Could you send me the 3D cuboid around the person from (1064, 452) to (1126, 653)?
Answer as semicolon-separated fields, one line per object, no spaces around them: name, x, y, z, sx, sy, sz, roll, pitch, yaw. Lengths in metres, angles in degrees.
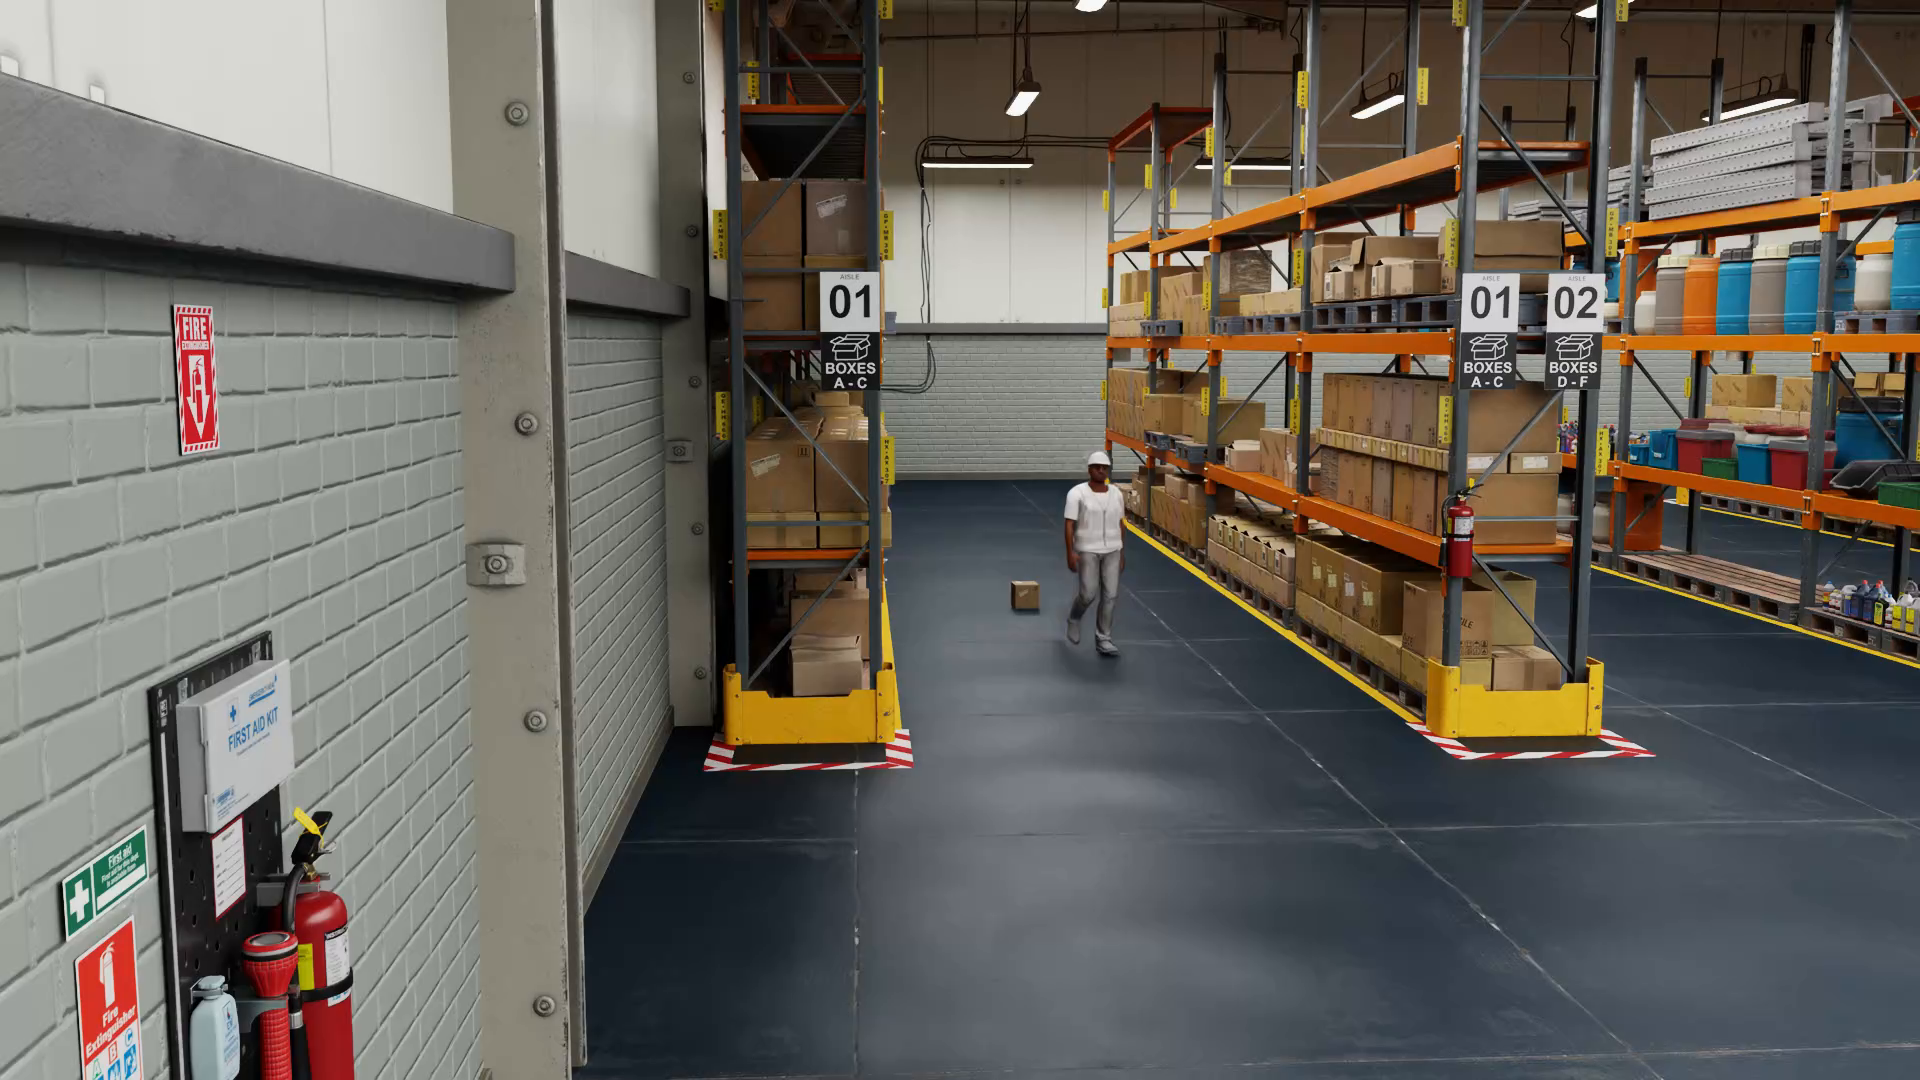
person;1.196;0.099;14.644;0.569;1.757;0.590;-2;7;-18
